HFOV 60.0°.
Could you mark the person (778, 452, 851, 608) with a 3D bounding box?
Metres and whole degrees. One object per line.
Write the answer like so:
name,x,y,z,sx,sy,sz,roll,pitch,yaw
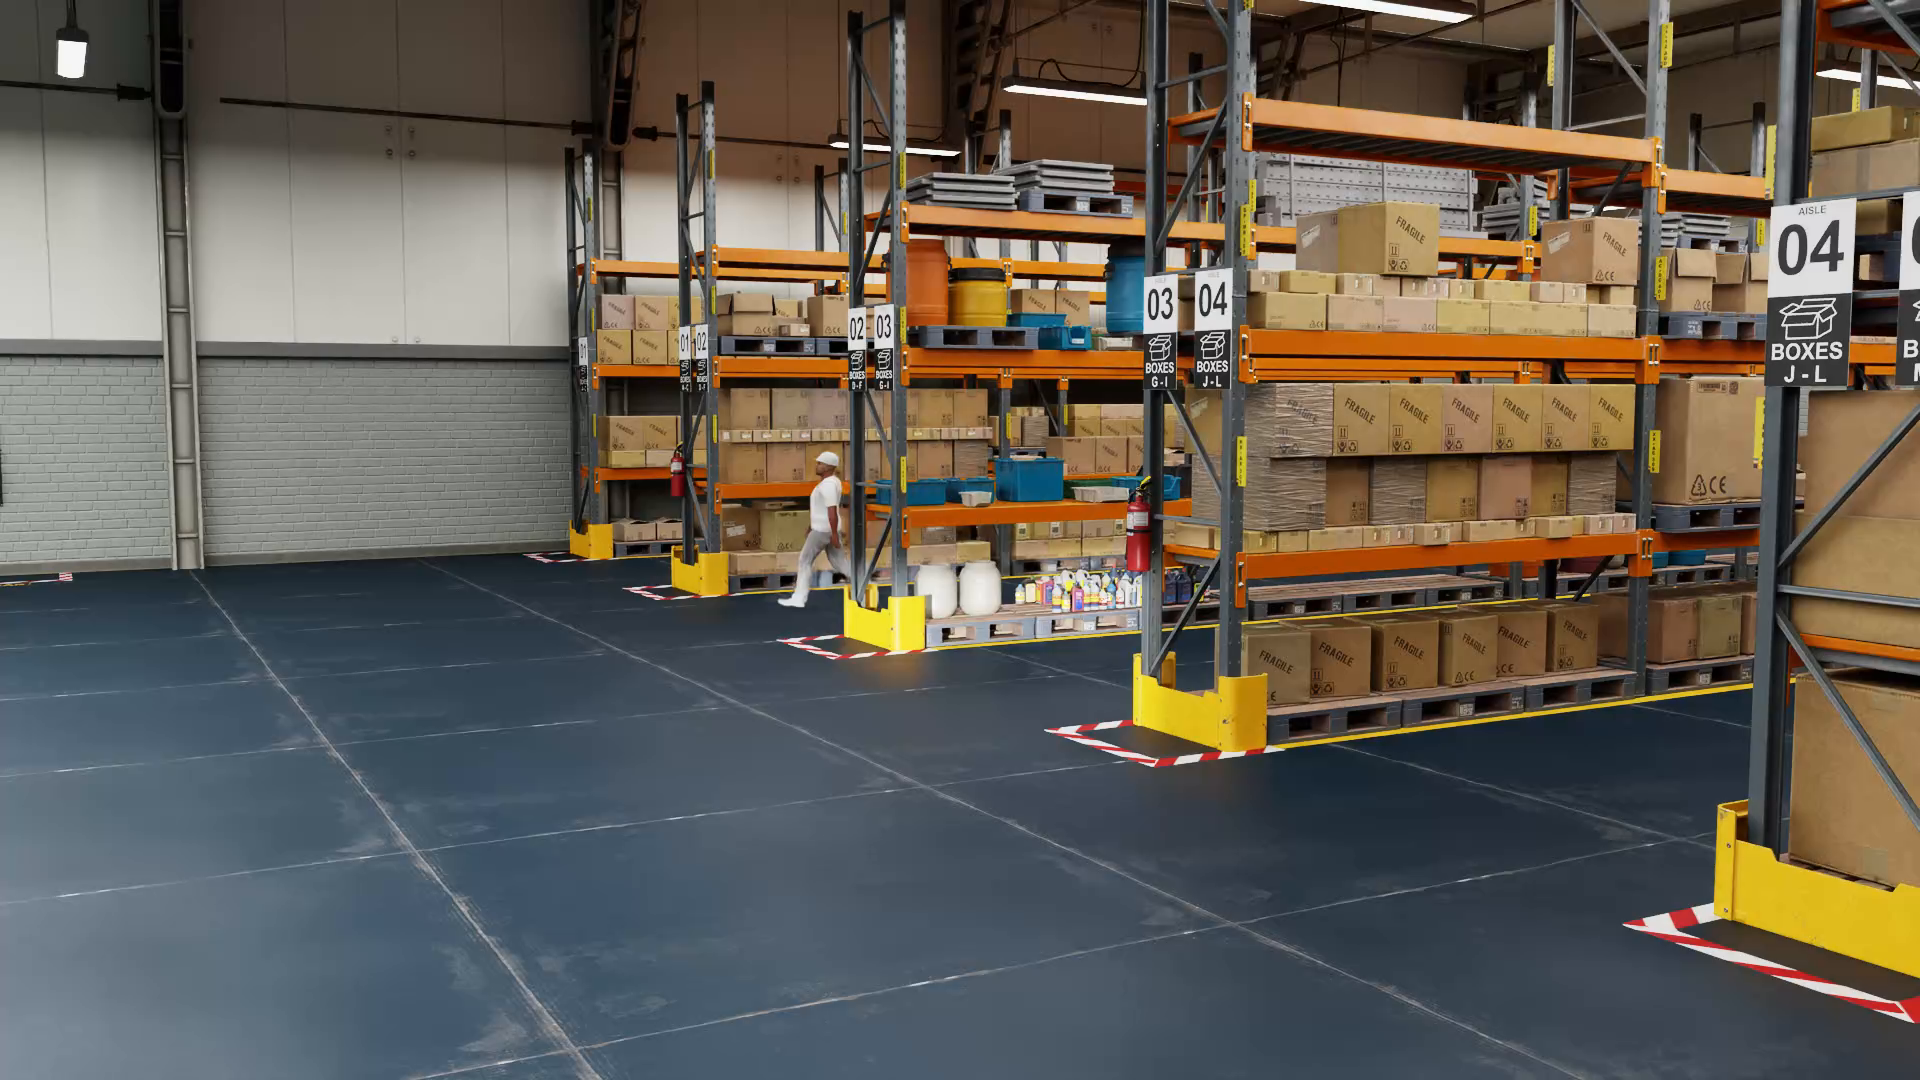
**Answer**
person,-1.495,-0.118,18.453,1.038,1.725,0.552,1,5,10
